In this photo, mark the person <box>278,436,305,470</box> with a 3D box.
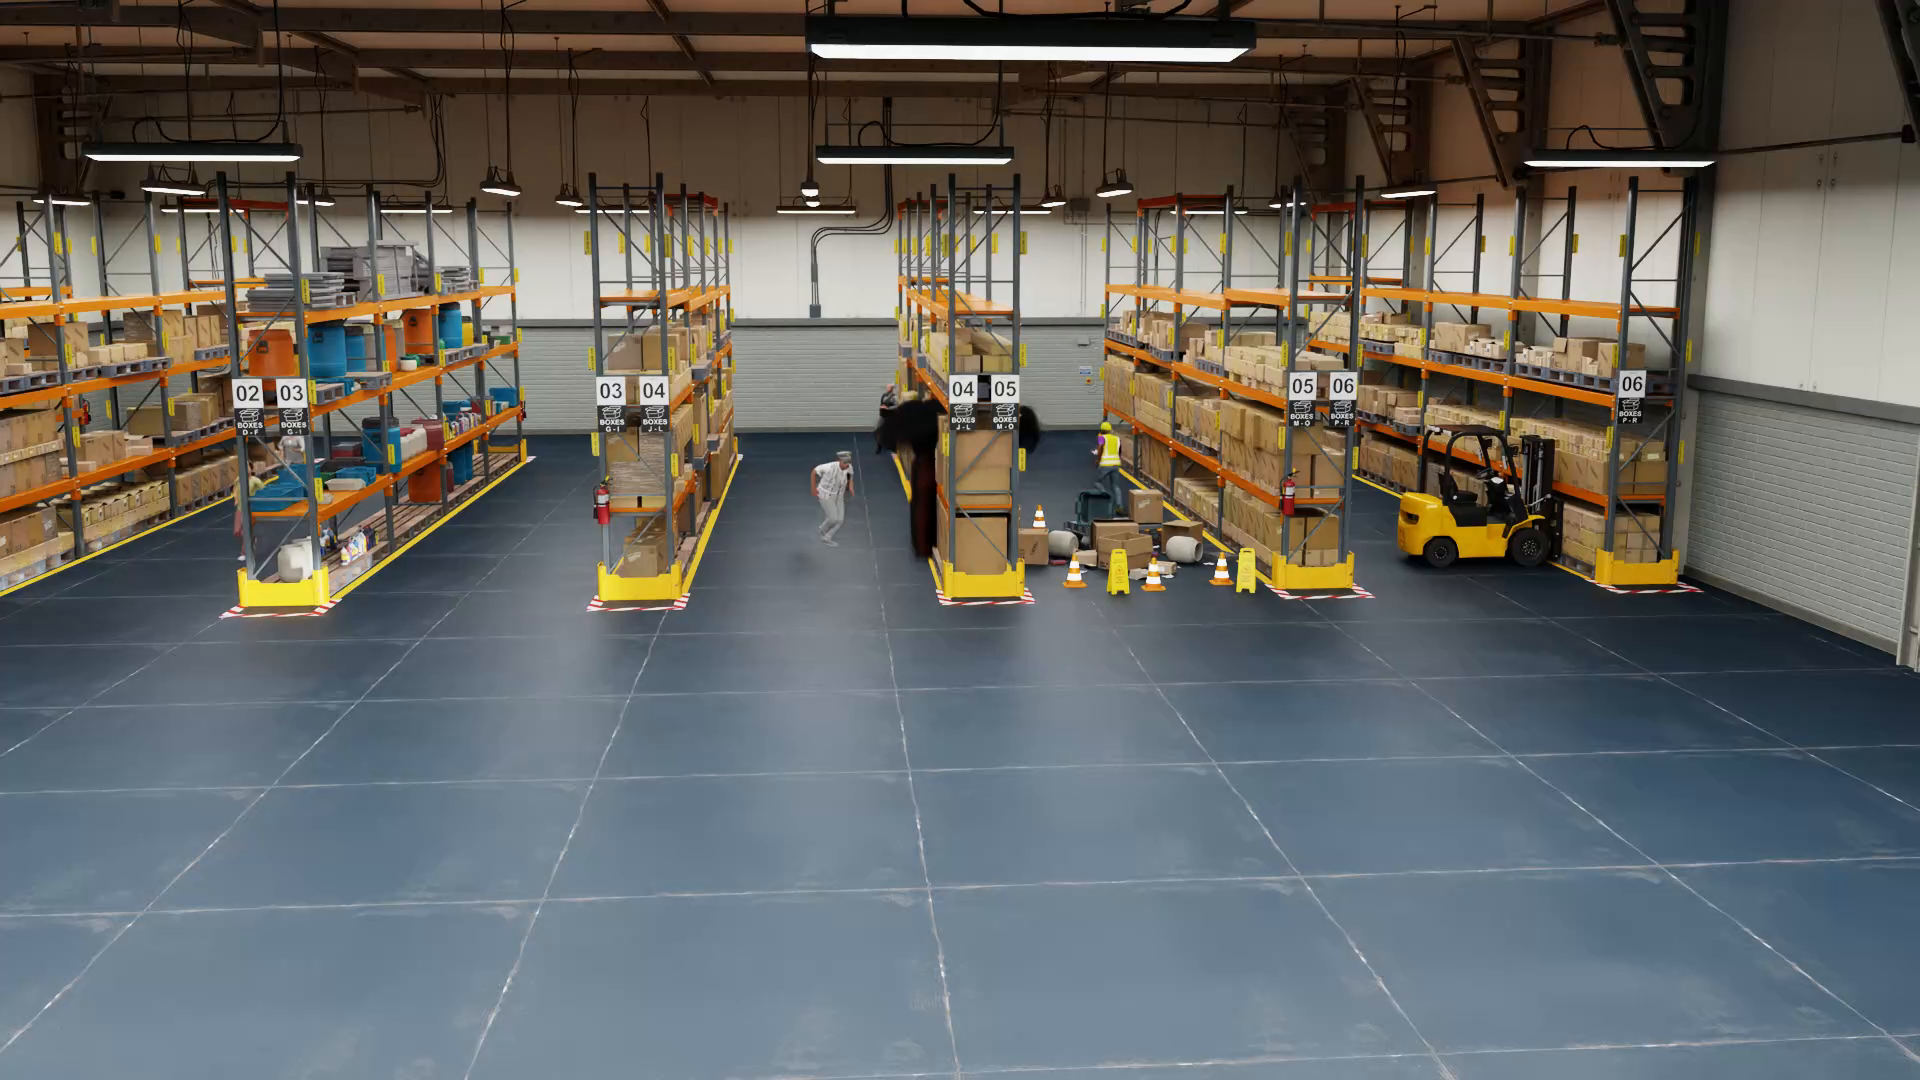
[{"bbox_3d":[-13.023,-1.493,32.469,0.545,1.579,0.887,-2,10,-12],"label":"person"}]

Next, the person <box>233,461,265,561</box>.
[{"bbox_3d":[-11.424,-0.483,26.839,0.613,1.619,0.532,2,10,10],"label":"person"}]

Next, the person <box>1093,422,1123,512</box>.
[{"bbox_3d":[2.832,-1.409,31.838,0.707,1.662,0.934,-5,11,-24],"label":"person"}]

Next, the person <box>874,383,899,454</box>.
[{"bbox_3d":[-1.737,-2.966,40.678,0.650,1.748,0.724,7,12,35],"label":"person"}]

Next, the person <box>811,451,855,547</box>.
[{"bbox_3d":[-2.001,-0.636,26.209,0.694,1.572,0.787,-7,12,-36],"label":"person"}]
